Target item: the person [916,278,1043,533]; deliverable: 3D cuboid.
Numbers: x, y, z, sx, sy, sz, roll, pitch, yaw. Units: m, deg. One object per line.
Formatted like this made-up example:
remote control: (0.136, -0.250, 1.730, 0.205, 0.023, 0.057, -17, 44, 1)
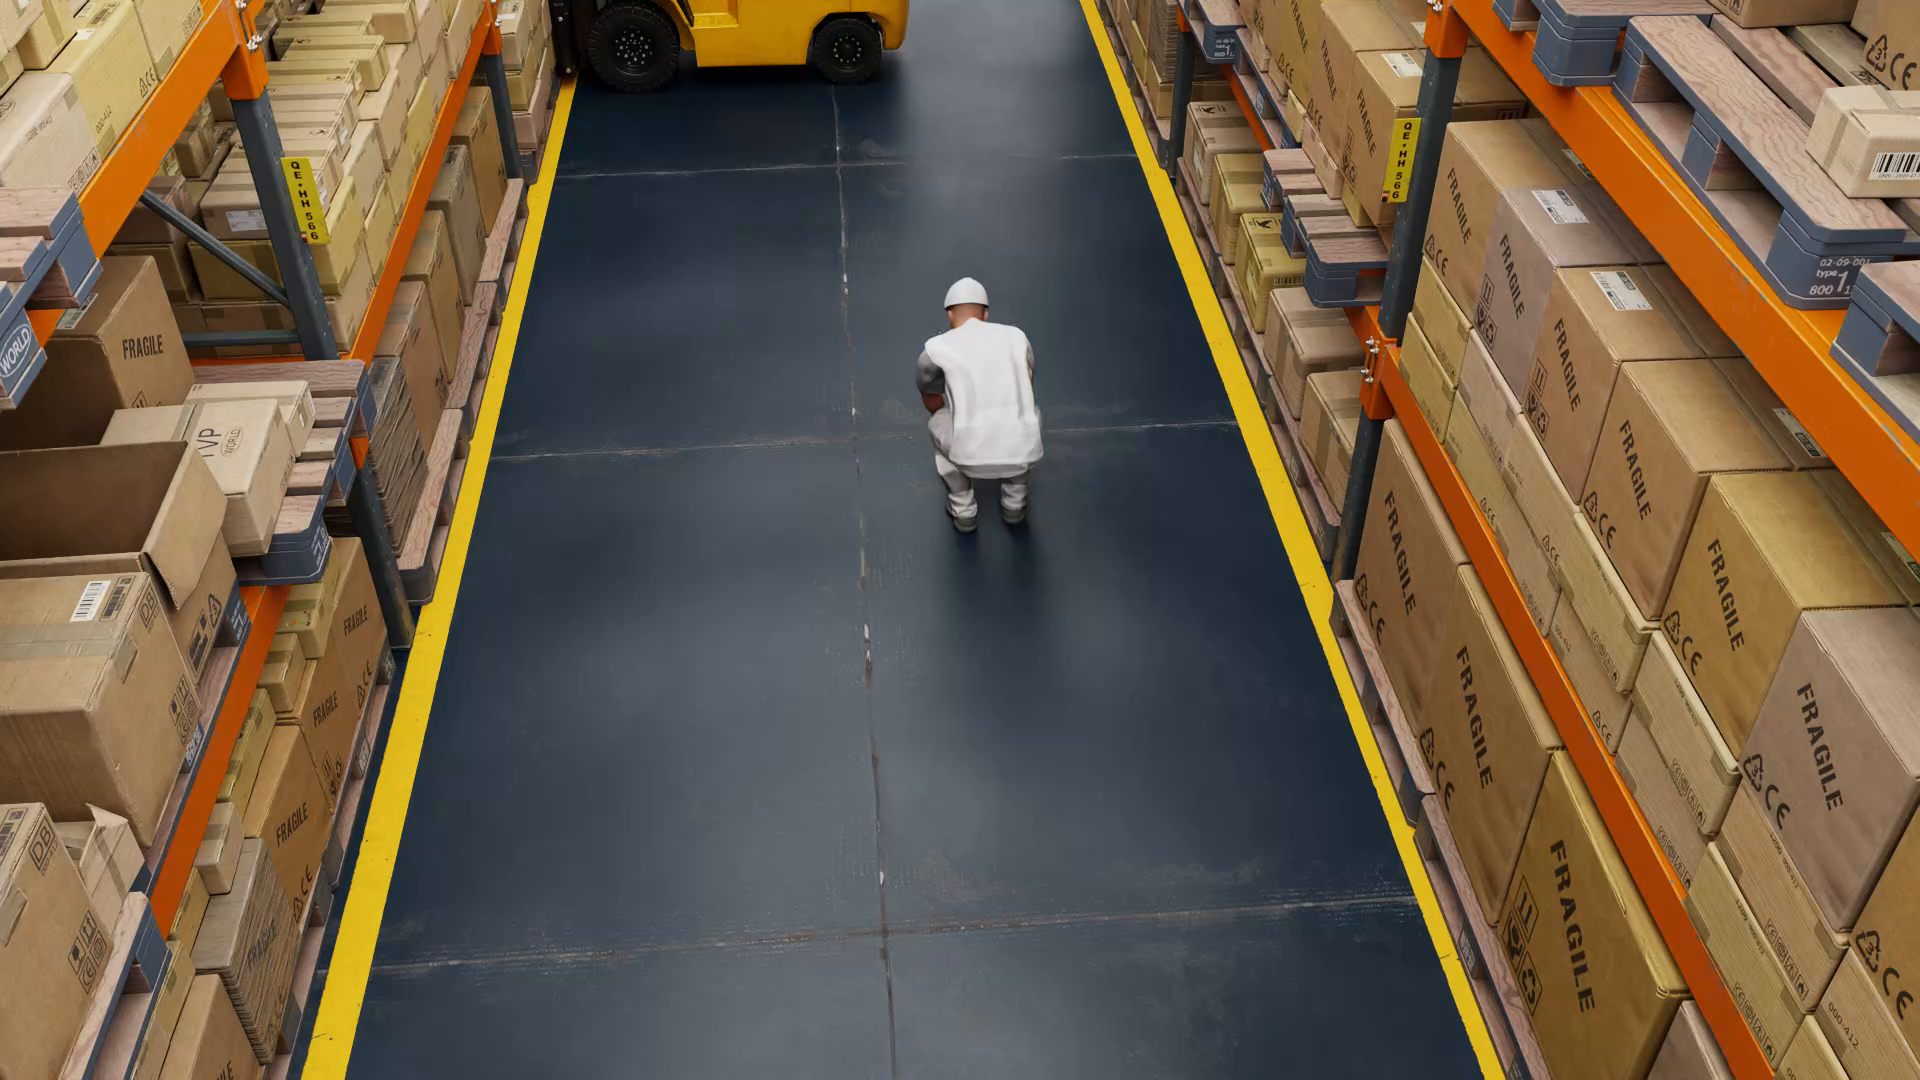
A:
person: (0.092, -0.584, 7.492, 0.567, 1.006, 0.881, -3, 39, -4)
